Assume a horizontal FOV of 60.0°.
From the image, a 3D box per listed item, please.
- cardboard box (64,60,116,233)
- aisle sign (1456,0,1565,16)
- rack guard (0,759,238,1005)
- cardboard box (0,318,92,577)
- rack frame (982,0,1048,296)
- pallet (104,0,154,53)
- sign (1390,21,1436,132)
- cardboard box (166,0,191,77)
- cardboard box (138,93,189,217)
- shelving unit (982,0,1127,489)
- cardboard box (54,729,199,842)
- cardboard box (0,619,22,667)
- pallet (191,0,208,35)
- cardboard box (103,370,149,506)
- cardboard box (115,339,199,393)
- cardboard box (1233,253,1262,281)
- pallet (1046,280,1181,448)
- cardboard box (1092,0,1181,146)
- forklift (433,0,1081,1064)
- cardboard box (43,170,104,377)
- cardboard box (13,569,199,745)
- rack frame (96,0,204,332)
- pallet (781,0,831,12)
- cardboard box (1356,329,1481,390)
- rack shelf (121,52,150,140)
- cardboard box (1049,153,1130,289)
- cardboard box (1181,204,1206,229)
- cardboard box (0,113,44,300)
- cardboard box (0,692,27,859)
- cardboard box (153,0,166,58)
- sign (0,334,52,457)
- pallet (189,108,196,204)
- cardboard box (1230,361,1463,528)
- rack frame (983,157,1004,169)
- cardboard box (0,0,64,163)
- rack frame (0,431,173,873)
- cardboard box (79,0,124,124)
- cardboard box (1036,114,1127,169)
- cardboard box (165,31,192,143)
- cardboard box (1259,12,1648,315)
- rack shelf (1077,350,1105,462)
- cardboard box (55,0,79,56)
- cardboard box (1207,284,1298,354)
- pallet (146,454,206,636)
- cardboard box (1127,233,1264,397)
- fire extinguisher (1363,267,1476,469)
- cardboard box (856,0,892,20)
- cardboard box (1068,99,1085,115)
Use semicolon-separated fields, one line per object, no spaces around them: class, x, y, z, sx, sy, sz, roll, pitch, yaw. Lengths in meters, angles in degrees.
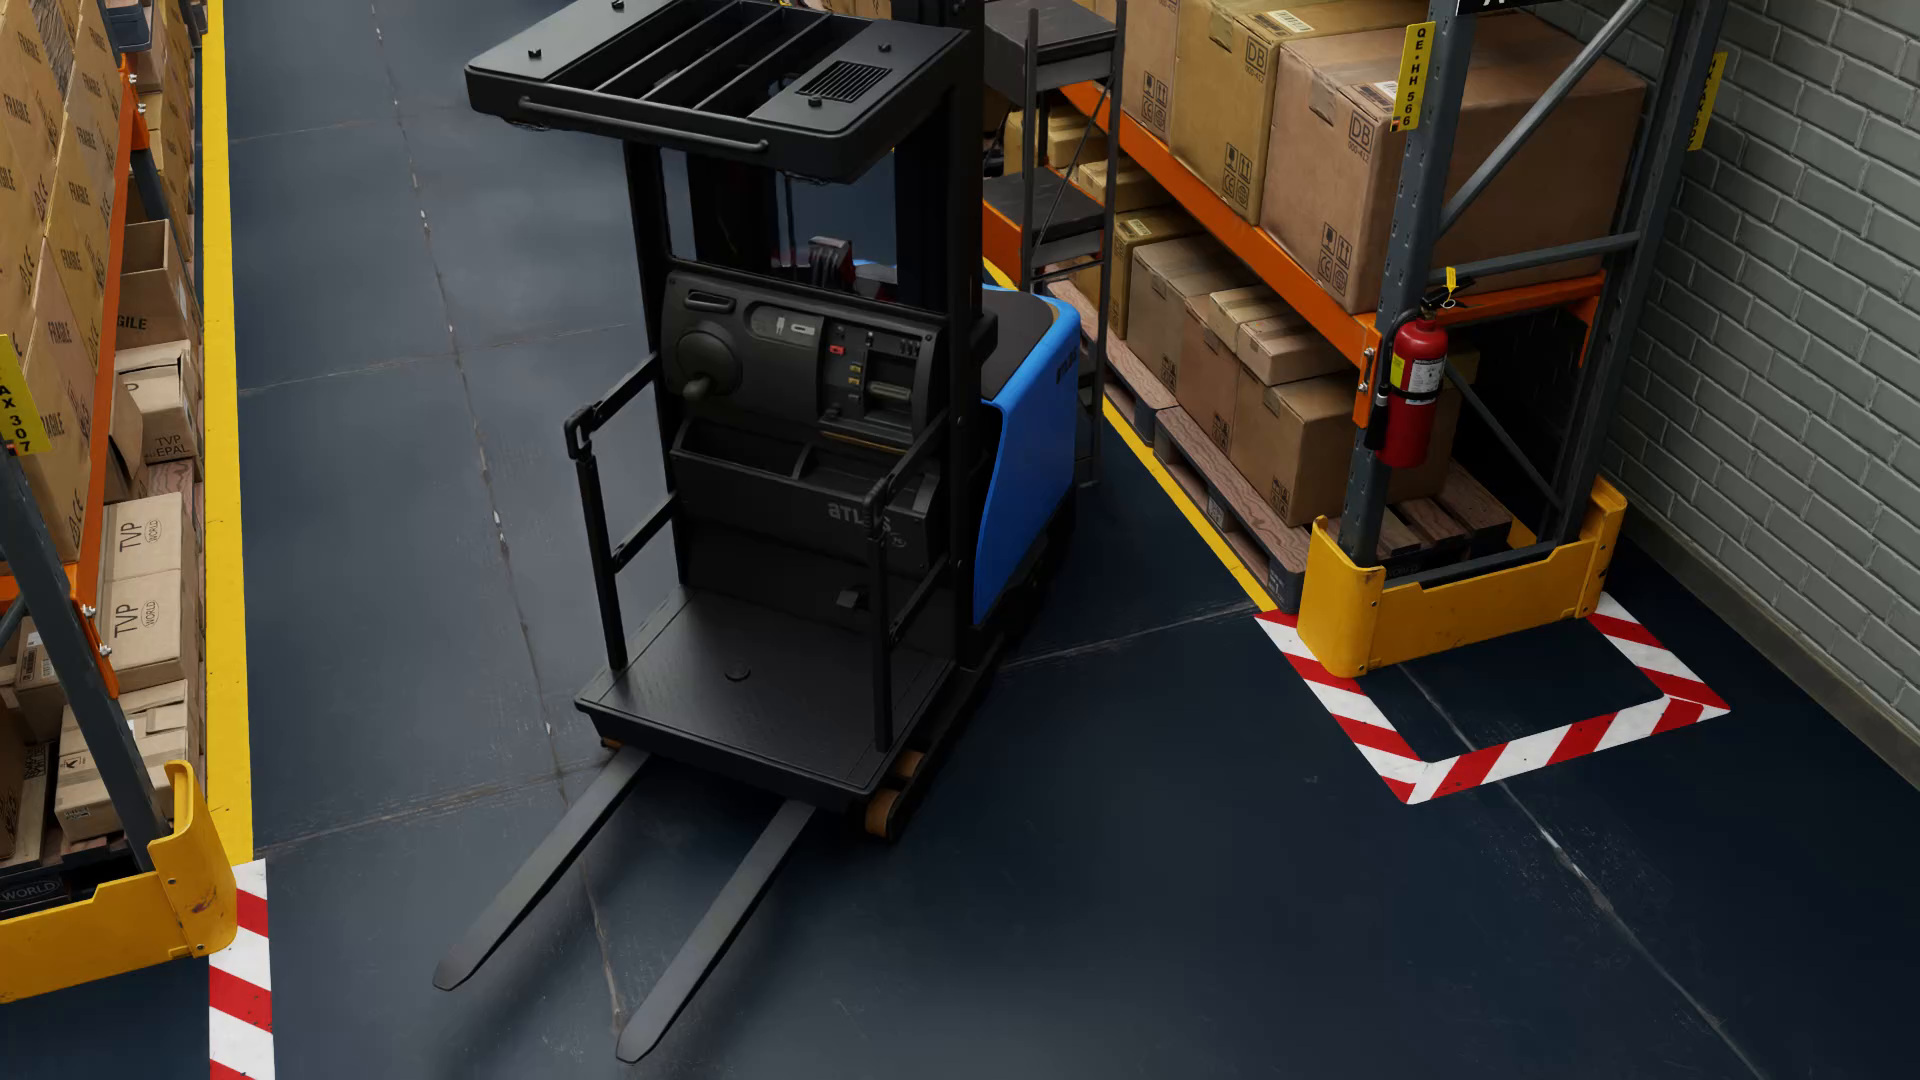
cardboard box;-3.402;-1.374;5.998;0.500;0.500;0.500;-12;39;-15
aisle sign;1.597;-1.848;4.549;0.394;0.787;0.004;-12;39;-16
rack guard;-2.822;1.071;4.912;1.175;0.500;0.348;-12;39;-16
cardboard box;-2.701;-0.230;4.479;0.500;0.500;0.500;-12;39;-15
rack frame;0.169;-1.281;6.706;0.400;2.100;0.015;-19;41;-23
pallet;-4.345;-2.541;7.790;1.003;0.211;1.213;-12;39;-16
sign;1.339;-1.365;4.909;0.100;0.325;0.005;-12;39;-16
cardboard box;-5.007;-3.101;10.086;0.500;0.500;0.500;-11;38;-14
cardboard box;-4.304;-1.944;8.550;0.500;0.500;0.500;-12;39;-15
shelving unit;0.289;-1.154;6.536;0.431;2.100;0.503;-19;41;-23
cardboard box;-2.618;0.771;5.237;0.380;0.149;0.250;-12;39;-16
cardboard box;-3.513;0.239;5.859;0.500;0.250;0.500;-12;39;-16
pallet;-5.796;-3.763;11.570;1.003;0.211;1.213;-12;39;-16
cardboard box;-3.521;-0.262;6.314;0.797;0.503;0.637;-12;39;-16
cardboard box;-3.525;-0.718;7.215;0.380;0.149;0.250;-12;39;-16
cardboard box;1.401;-1.257;7.115;0.380;0.149;0.250;-12;39;-15
pallet;1.089;-0.922;7.798;1.003;0.211;1.213;-12;39;-16
cardboard box;1.154;-2.159;6.874;0.980;0.700;0.700;-14;39;-18
forklift;-0.589;-0.491;4.966;1.130;2.935;3.031;15;39;18
cardboard box;-3.054;-0.804;5.241;0.500;0.500;0.500;-13;39;-16
cardboard box;-2.889;0.390;5.659;0.500;0.250;0.500;-12;39;-16
rack frame;-4.173;-2.144;7.103;1.000;3.000;0.127;-12;39;-16
pallet;-0.699;-3.857;11.695;1.003;0.211;1.213;-12;39;-16
cardboard box;1.750;-0.686;6.357;0.380;0.149;0.250;-12;39;-16
rack shelf;-4.861;-2.986;8.820;1.077;0.370;4.000;-12;39;-16
cardboard box;0.808;-1.613;8.127;0.700;0.500;0.500;-13;39;-16
cardboard box;1.225;-1.545;7.497;0.380;0.149;0.250;-13;39;-17
cardboard box;-2.888;-0.923;4.568;0.500;0.500;0.500;-12;39;-15
cardboard box;-3.215;0.682;5.063;0.500;0.500;0.500;-12;39;-16
cardboard box;-4.628;-2.793;9.053;0.500;0.250;0.500;-13;39;-17
sign;-2.287;-0.343;3.992;0.100;0.325;0.005;-12;39;-16
pallet;-4.912;-2.172;9.458;1.003;0.211;1.213;-12;39;-16
cardboard box;1.519;-0.456;6.591;0.700;0.500;0.500;-12;39;-16
rack frame;0.477;-3.172;8.468;1.000;3.000;0.127;-12;39;-16
cardboard box;-3.232;-1.493;5.325;0.500;0.500;0.500;-13;39;-16
rack frame;-2.796;0.116;4.103;1.000;3.000;0.127;-12;39;-16
cardboard box;-3.760;-1.955;6.769;0.500;0.500;0.500;-12;39;-15
cardboard box;0.585;-1.925;8.002;0.380;0.149;0.250;-11;38;-14
cardboard box;-4.643;-2.514;9.306;0.500;0.500;0.500;-14;39;-18
cardboard box;1.669;-1.318;5.757;0.980;0.700;0.700;-11;38;-14
rack shelf;0.289;-0.583;6.966;0.431;0.518;0.480;-19;41;-23
cardboard box;-3.577;-2.062;6.081;0.500;0.500;0.500;-13;39;-17
cardboard box;1.215;-0.894;6.634;0.380;0.149;0.250;-11;38;-15
pallet;-3.514;0.048;6.511;1.003;0.211;1.213;-12;39;-16
cardboard box;1.173;-1.023;7.343;0.700;0.500;0.500;-14;39;-17
fire extinguisher;1.472;-0.552;5.363;0.296;0.674;0.183;-12;39;-16
cardboard box;-0.177;-3.323;10.106;0.750;0.750;0.750;-11;38;-15
cardboard box;0.775;-2.279;8.472;0.380;0.149;0.250;-13;39;-16
